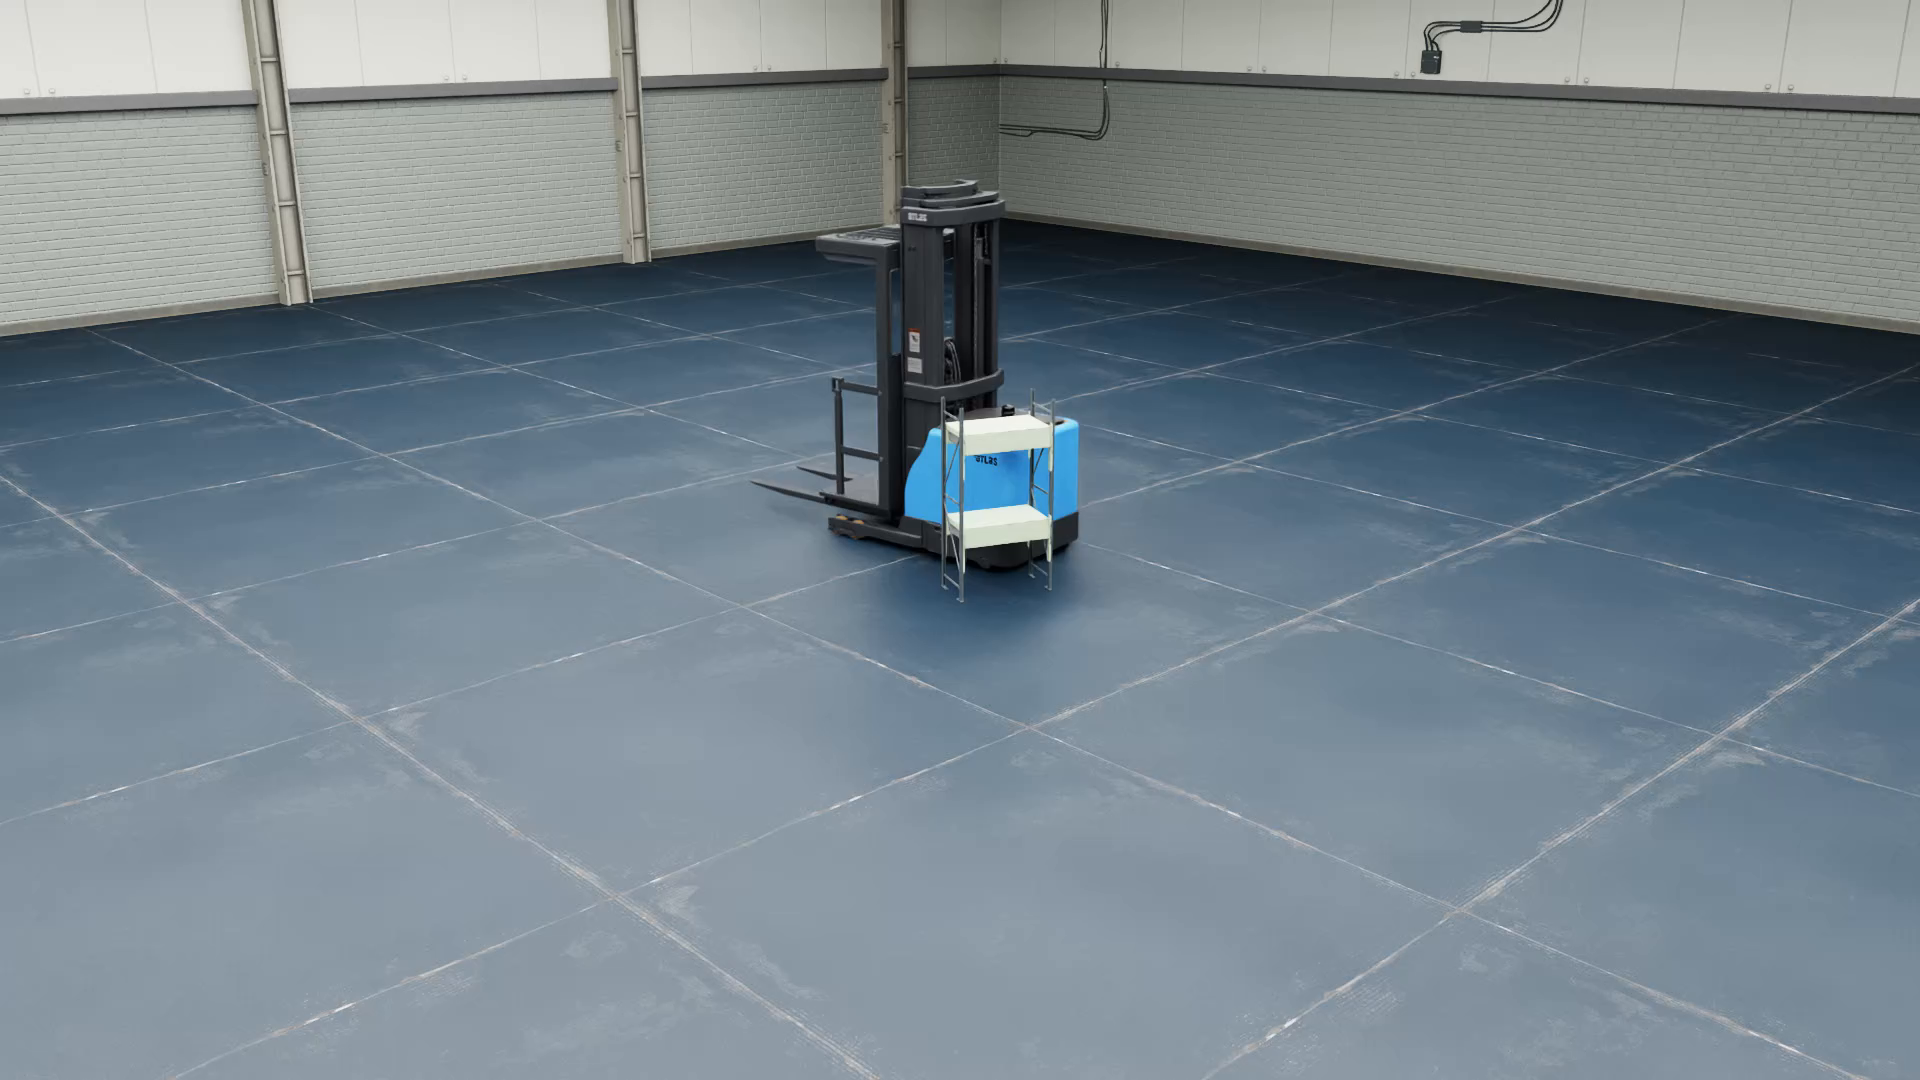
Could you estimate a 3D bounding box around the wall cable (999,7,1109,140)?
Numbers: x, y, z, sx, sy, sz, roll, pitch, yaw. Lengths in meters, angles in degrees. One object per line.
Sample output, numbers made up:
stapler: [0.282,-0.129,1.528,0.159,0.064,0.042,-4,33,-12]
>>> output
wall cable: [1.795,-9.243,32.936,0.112,2.526,3.097,-16,24,-41]

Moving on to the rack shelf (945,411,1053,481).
rack shelf: [0.282,-0.711,12.481,0.720,0.370,0.431,-7,19,-21]

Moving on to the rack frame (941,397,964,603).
rack frame: [-0.057,-0.298,12.471,0.023,1.500,0.400,-7,19,-21]

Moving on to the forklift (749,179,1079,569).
forklift: [-0.495,-1.511,13.893,3.031,2.935,1.130,13,22,36]

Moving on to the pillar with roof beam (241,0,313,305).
pillar with roof beam: [-7.016,-6.884,20.628,0.400,9.000,9.100,-16,24,-41]

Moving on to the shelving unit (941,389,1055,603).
shelving unit: [0.282,-0.340,12.601,0.755,1.500,0.431,-7,19,-21]

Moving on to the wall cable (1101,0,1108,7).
wall cable: [3.654,-11.039,30.287,0.112,2.526,3.097,-16,24,-41]

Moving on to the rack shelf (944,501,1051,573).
rack shelf: [0.282,-0.030,12.702,0.720,0.370,0.431,-7,19,-21]

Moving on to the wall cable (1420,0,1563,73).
wall cable: [8.306,-10.207,25.360,0.169,6.003,2.305,-16,24,-41]

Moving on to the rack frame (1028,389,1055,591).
rack frame: [0.622,-0.382,12.731,0.023,1.500,0.400,-7,19,-21]

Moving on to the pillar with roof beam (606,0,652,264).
pillar with roof beam: [-2.656,-8.156,24.549,0.400,9.000,9.100,-16,24,-41]

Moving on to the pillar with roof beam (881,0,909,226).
pillar with roof beam: [1.704,-9.427,28.470,0.400,9.000,9.100,-16,24,-41]
